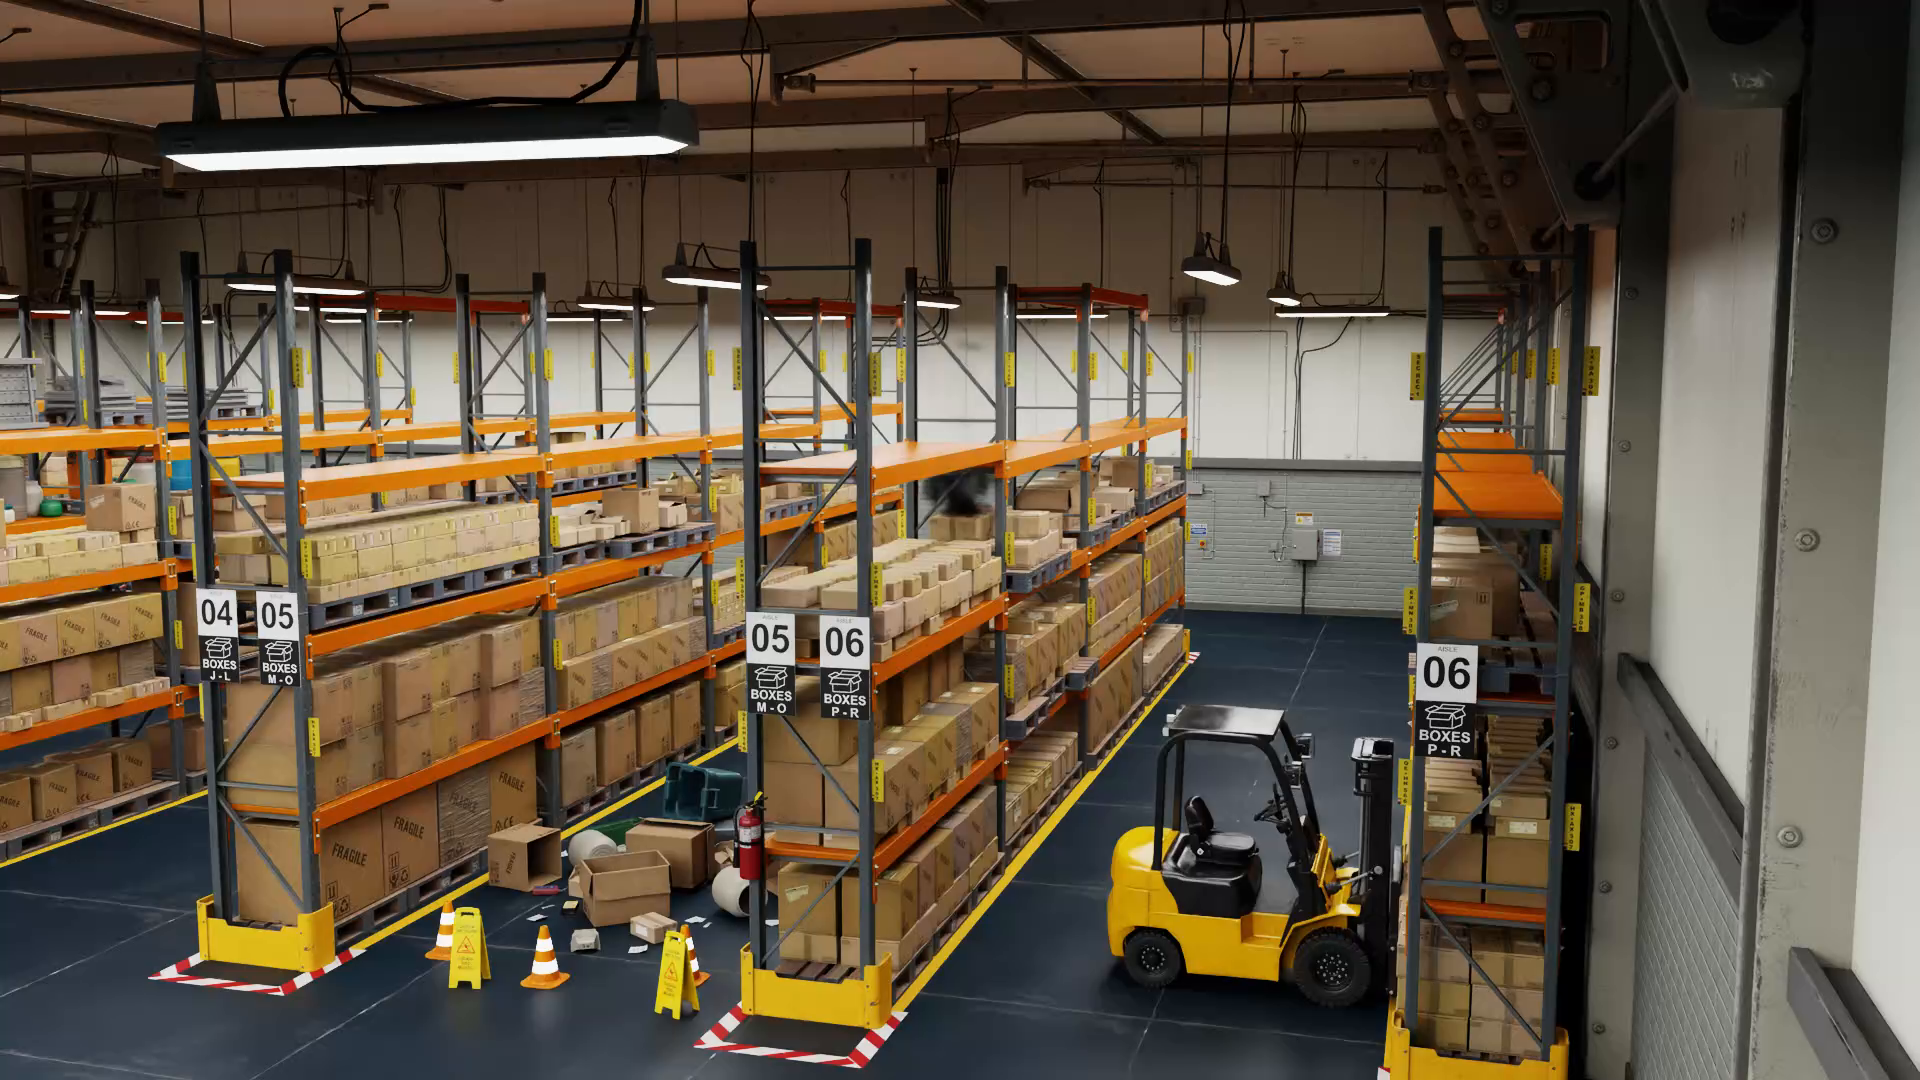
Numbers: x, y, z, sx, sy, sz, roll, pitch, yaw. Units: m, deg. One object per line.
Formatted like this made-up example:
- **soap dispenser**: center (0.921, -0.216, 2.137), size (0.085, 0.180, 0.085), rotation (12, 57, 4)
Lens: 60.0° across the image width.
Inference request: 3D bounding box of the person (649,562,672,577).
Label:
- **person**: center (-5.248, 1.127, 29.032), size (0.605, 1.594, 0.576), rotation (1, 7, 11)

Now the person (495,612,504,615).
- **person**: center (-6.002, 1.855, 21.673), size (0.631, 1.844, 0.735), rotation (1, 7, 12)
